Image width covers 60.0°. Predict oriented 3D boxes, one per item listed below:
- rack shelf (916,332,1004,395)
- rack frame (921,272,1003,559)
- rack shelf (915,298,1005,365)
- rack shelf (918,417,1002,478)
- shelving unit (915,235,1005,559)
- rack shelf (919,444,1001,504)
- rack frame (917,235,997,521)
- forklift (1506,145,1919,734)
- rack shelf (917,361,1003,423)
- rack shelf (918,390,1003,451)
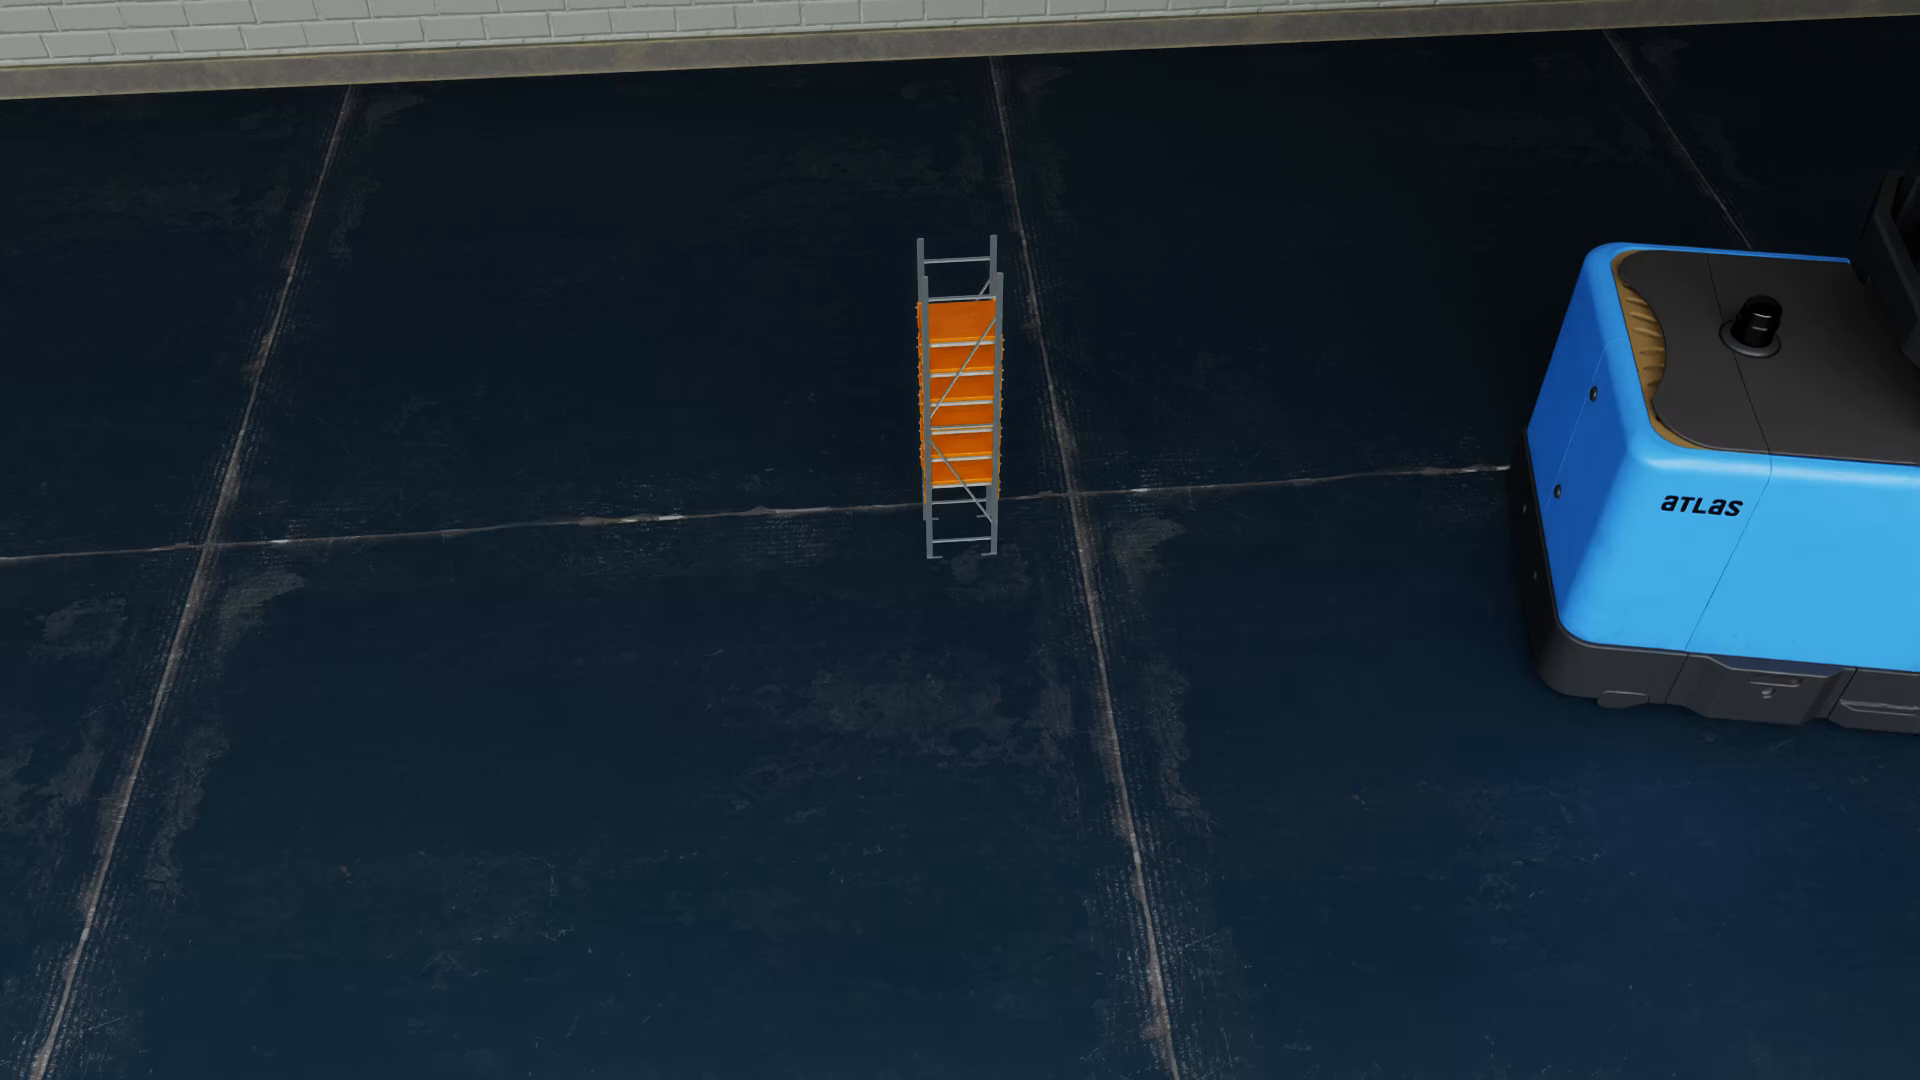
[{"bbox_3d":[-0.001,-0.558,5.182,0.258,0.103,0.180,-3,47,-3],"label":"rack shelf"},{"bbox_3d":[0.006,-0.357,5.262,0.240,1.200,0.006,-3,47,-3],"label":"rack frame"},{"bbox_3d":[-0.001,-0.640,5.095,0.258,0.103,0.180,-3,47,-3],"label":"rack shelf"},{"bbox_3d":[-0.001,-0.310,5.444,0.258,0.103,0.180,-3,47,-3],"label":"rack shelf"},{"bbox_3d":[-0.001,-0.423,5.324,0.258,1.200,0.189,-3,47,-3],"label":"shelving unit"},{"bbox_3d":[-0.001,-0.227,5.531,0.258,0.103,0.180,-3,47,-3],"label":"rack shelf"},{"bbox_3d":[-0.009,-0.489,5.387,0.240,1.200,0.006,-3,47,-3],"label":"rack frame"},{"bbox_3d":[3.376,-0.731,4.424,3.031,2.935,1.130,5,47,5],"label":"forklift"},{"bbox_3d":[-0.001,-0.475,5.269,0.258,0.103,0.180,-3,47,-3],"label":"rack shelf"},{"bbox_3d":[-0.001,-0.392,5.357,0.258,0.103,0.180,-3,47,-3],"label":"rack shelf"}]
